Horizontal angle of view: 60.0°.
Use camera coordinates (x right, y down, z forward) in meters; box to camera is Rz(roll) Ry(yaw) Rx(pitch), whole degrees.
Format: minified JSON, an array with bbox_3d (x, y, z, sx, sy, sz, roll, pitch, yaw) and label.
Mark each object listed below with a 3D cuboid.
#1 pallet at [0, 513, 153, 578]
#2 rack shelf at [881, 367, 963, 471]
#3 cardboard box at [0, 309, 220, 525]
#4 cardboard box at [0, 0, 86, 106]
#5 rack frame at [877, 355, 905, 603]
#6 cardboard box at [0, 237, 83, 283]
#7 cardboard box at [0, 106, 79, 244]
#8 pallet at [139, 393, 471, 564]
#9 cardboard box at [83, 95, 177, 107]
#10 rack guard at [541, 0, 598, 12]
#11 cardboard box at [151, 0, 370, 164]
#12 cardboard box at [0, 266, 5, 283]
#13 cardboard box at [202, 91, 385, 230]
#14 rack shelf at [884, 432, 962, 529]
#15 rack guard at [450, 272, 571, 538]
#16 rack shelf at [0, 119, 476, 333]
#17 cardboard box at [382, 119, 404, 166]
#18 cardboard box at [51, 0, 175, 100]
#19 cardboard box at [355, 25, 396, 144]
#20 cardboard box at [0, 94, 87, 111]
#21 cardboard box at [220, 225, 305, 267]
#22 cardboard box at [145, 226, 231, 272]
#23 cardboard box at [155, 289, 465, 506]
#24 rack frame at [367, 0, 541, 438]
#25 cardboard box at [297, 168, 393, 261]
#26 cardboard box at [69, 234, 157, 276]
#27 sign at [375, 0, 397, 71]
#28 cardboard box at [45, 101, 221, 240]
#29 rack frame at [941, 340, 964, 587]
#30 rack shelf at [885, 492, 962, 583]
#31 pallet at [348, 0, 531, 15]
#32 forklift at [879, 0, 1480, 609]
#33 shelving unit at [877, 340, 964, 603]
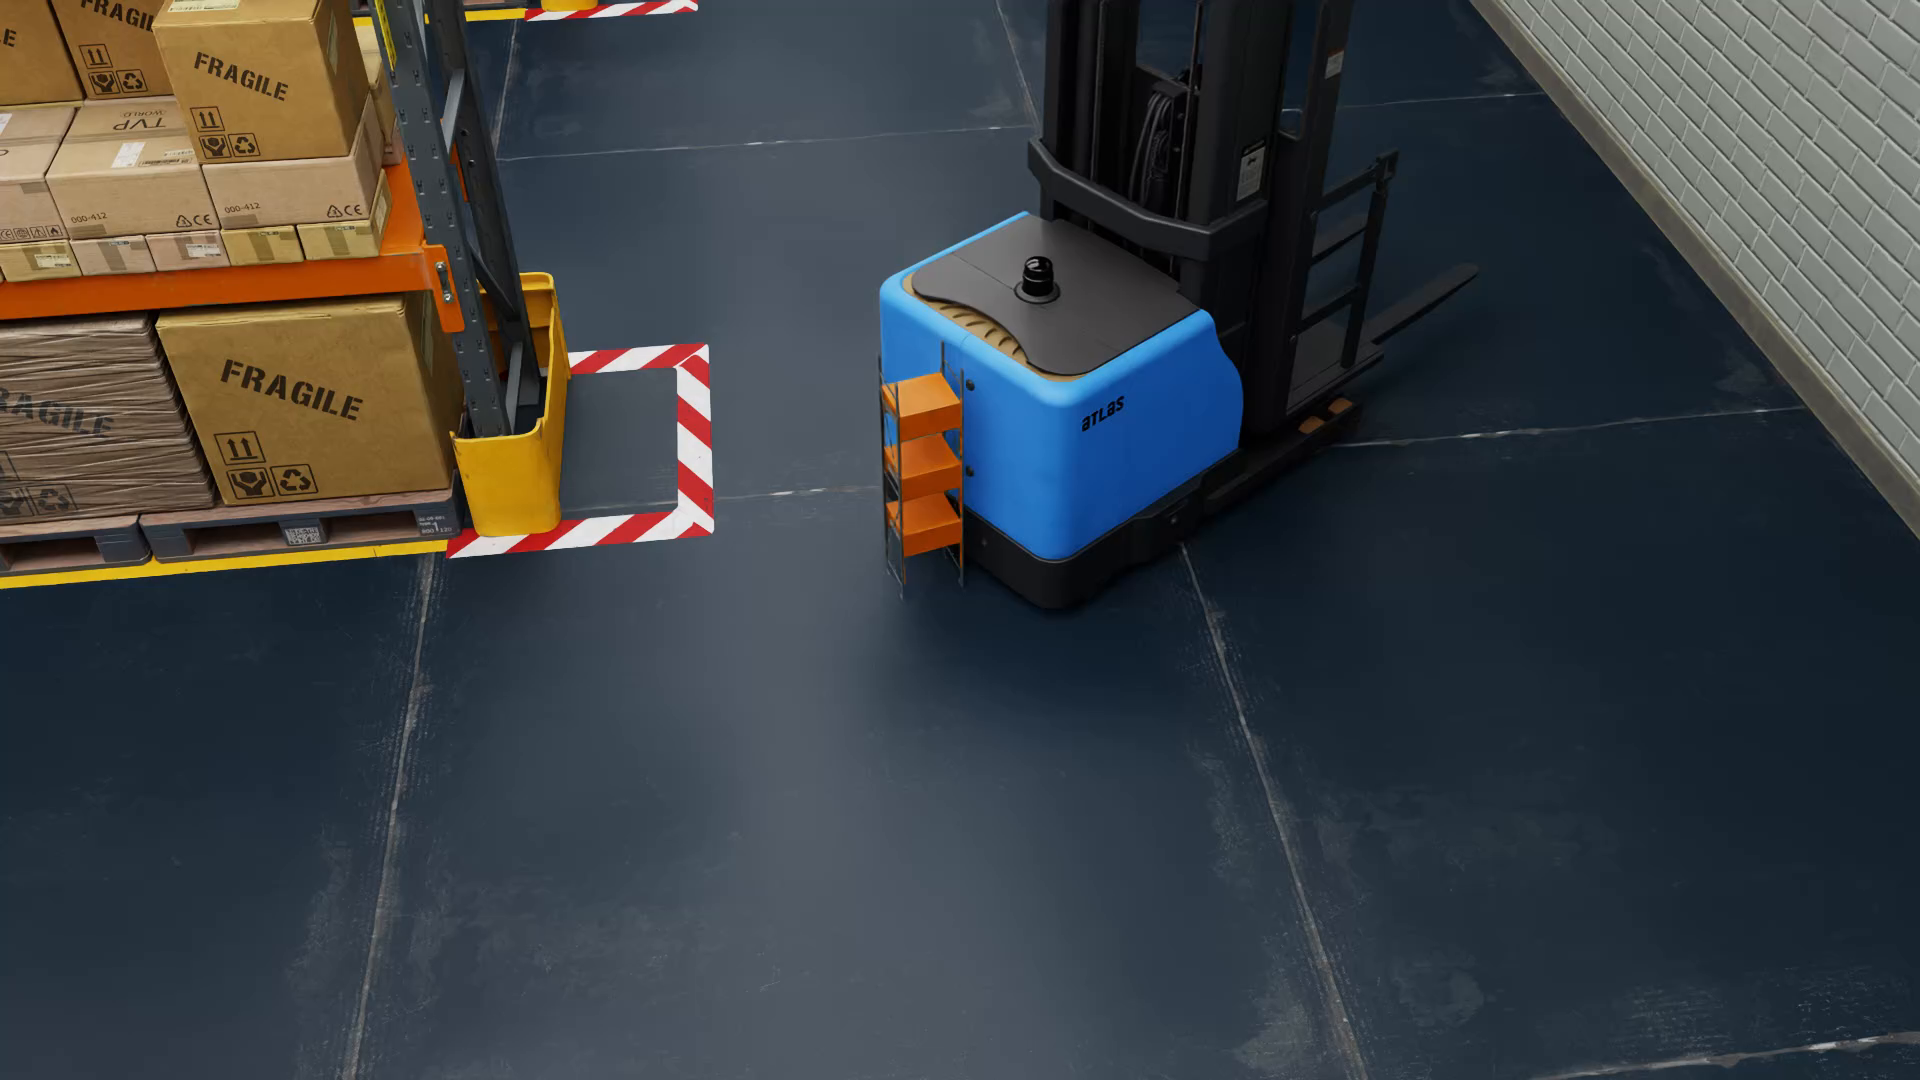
[{"bbox_3d":[-3.895,-0.259,6.880,1.213,0.211,1.003,-5,42,-6],"label":"pallet"},{"bbox_3d":[-0.141,-0.441,6.047,0.240,0.259,0.215,-15,44,-16],"label":"rack shelf"},{"bbox_3d":[-3.431,-0.699,6.558,0.875,0.875,0.875,-5,42,-6],"label":"cardboard box"},{"bbox_3d":[-3.425,-1.898,5.945,0.500,0.500,0.500,-6,42,-7],"label":"cardboard box"},{"bbox_3d":[-0.254,-0.207,6.196,0.008,1.050,0.200,-15,44,-16],"label":"rack frame"},{"bbox_3d":[-3.228,-1.087,5.903,0.250,0.149,0.380,-6,42,-6],"label":"cardboard box"},{"bbox_3d":[-3.359,-1.268,5.806,0.500,0.250,0.500,-6,42,-7],"label":"cardboard box"},{"bbox_3d":[-2.688,-0.363,6.995,1.213,0.211,1.003,-5,42,-6],"label":"pallet"},{"bbox_3d":[-2.930,-1.663,6.244,0.500,0.250,0.500,-5,42,-6],"label":"cardboard box"},{"bbox_3d":[-2.525,-3.892,10.691,0.348,0.500,1.175,-5,42,-6],"label":"rack guard"},{"bbox_3d":[-2.354,-1.636,5.654,0.500,0.500,0.500,-5,42,-5],"label":"cardboard box"},{"bbox_3d":[-3.485,-1.064,5.878,0.250,0.149,0.380,-5,42,-5],"label":"cardboard box"},{"bbox_3d":[-2.351,-1.356,5.904,0.500,0.250,0.500,-6,42,-6],"label":"cardboard box"},{"bbox_3d":[-0.141,-0.230,6.237,0.240,0.259,0.215,-15,44,-16],"label":"rack shelf"},{"bbox_3d":[-1.881,-0.594,7.035,0.348,0.500,1.175,-5,42,-6],"label":"rack guard"},{"bbox_3d":[-3.888,-1.079,6.244,4.000,0.370,1.077,-5,42,-6],"label":"rack shelf"},{"bbox_3d":[-2.300,-1.615,6.488,0.250,0.149,0.380,-5,42,-5],"label":"cardboard box"},{"bbox_3d":[-2.912,-1.947,5.999,0.500,0.500,0.500,-6,42,-7],"label":"cardboard box"},{"bbox_3d":[-2.416,-1.712,6.299,0.500,0.250,0.500,-6,42,-7],"label":"cardboard box"},{"bbox_3d":[-3.429,-1.621,6.198,0.500,0.250,0.500,-6,42,-7],"label":"cardboard box"},{"bbox_3d":[-2.473,-1.153,5.977,0.250,0.149,0.380,-5,42,-5],"label":"cardboard box"},{"bbox_3d":[-2.723,-1.132,5.953,0.250,0.149,0.380,-5,42,-5],"label":"cardboard box"},{"bbox_3d":[-2.529,-0.778,6.646,0.875,0.875,0.875,-5,42,-6],"label":"cardboard box"},{"bbox_3d":[-1.905,-1.520,6.195,0.127,3.000,1.000,-5,42,-6],"label":"rack frame"},{"bbox_3d":[-2.215,-1.177,6.003,0.250,0.149,0.380,-4,42,-5],"label":"cardboard box"},{"bbox_3d":[-2.971,-1.111,5.930,0.250,0.149,0.380,-4,42,-5],"label":"cardboard box"},{"bbox_3d":[-1.848,-1.676,5.327,0.005,0.325,0.100,-5,42,-6],"label":"sign"},{"bbox_3d":[-2.854,-1.313,5.856,0.500,0.250,0.500,-6,42,-6],"label":"cardboard box"},{"bbox_3d":[-0.028,-0.268,6.264,0.008,1.050,0.200,-15,44,-16],"label":"rack frame"},{"bbox_3d":[-0.141,-0.023,6.423,0.240,0.259,0.215,-15,44,-16],"label":"rack shelf"},{"bbox_3d":[-3.370,-3.728,10.725,1.213,0.211,1.003,-5,42,-6],"label":"pallet"},{"bbox_3d":[1.110,-1.686,6.430,3.031,2.935,1.130,-31,51,-30],"label":"forklift"},{"bbox_3d":[-0.141,-0.238,6.230,0.252,1.050,0.215,-15,44,-16],"label":"shelving unit"}]
